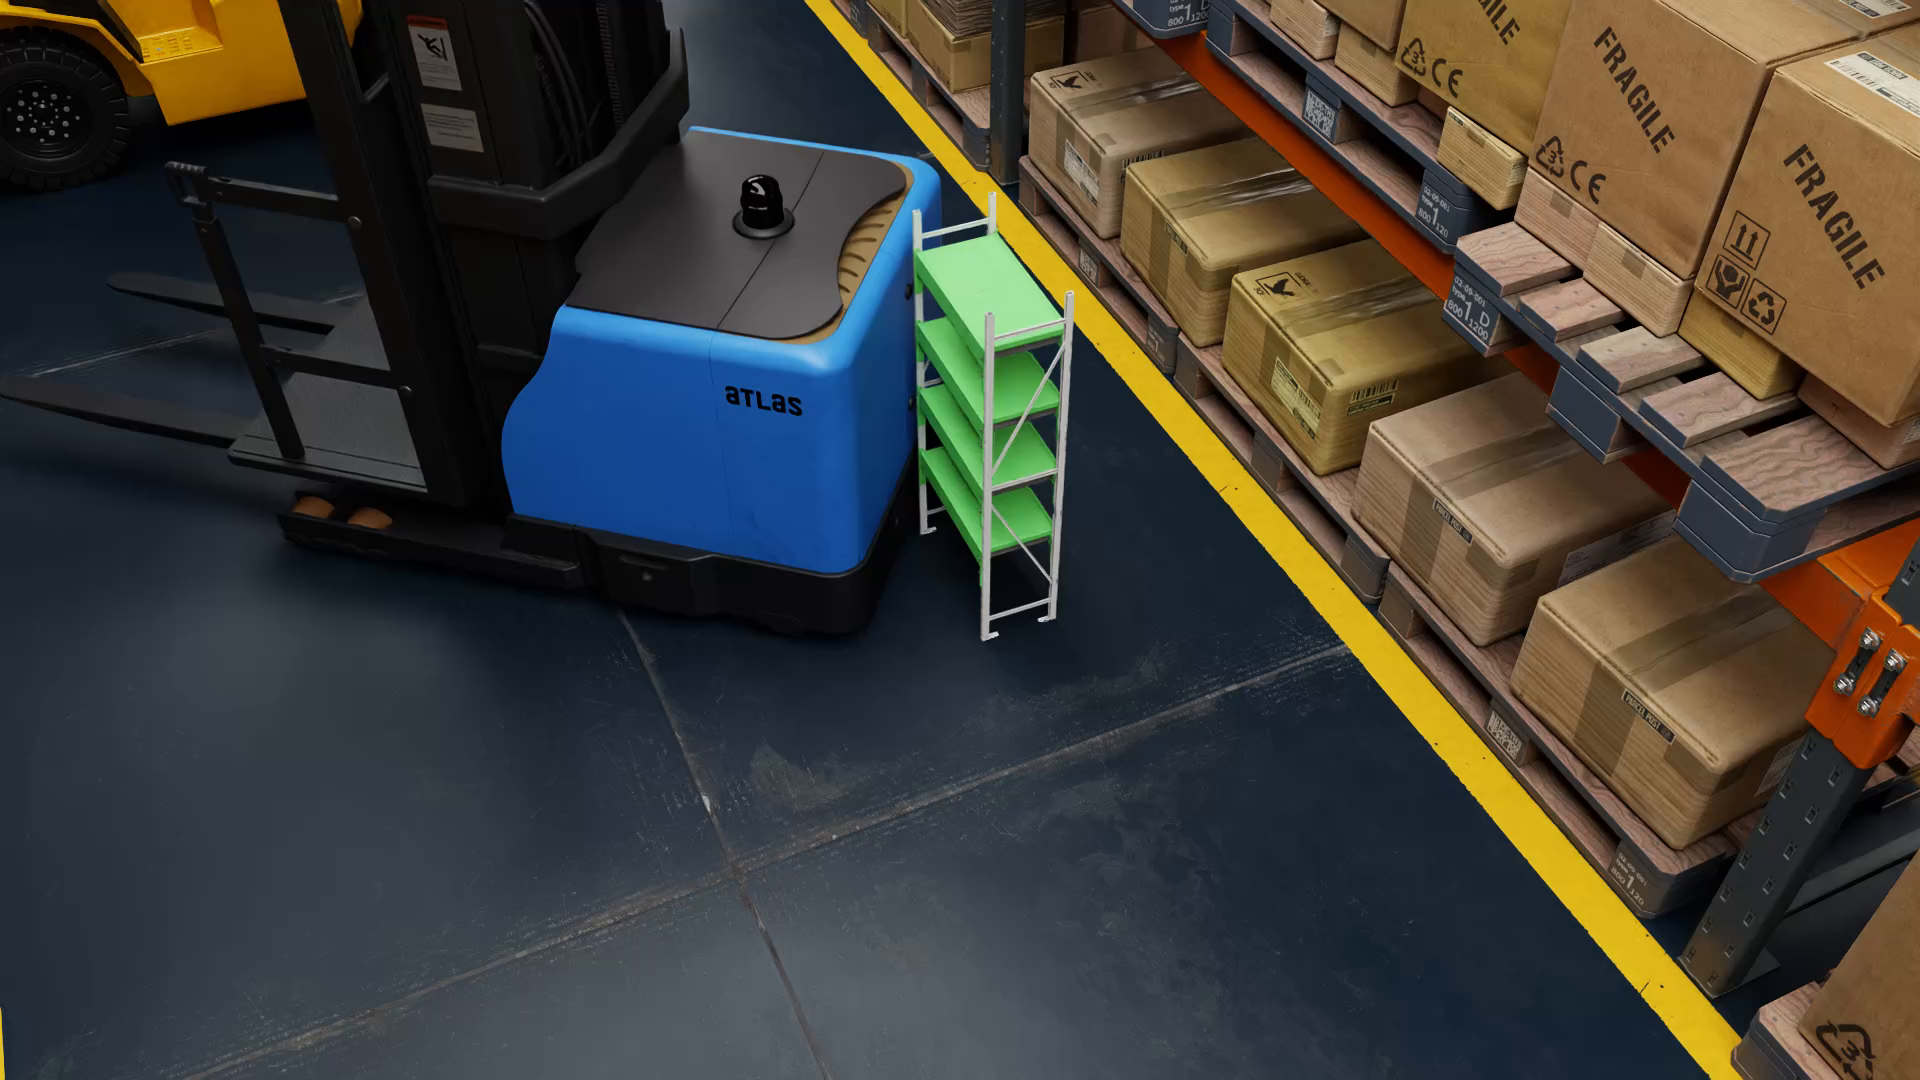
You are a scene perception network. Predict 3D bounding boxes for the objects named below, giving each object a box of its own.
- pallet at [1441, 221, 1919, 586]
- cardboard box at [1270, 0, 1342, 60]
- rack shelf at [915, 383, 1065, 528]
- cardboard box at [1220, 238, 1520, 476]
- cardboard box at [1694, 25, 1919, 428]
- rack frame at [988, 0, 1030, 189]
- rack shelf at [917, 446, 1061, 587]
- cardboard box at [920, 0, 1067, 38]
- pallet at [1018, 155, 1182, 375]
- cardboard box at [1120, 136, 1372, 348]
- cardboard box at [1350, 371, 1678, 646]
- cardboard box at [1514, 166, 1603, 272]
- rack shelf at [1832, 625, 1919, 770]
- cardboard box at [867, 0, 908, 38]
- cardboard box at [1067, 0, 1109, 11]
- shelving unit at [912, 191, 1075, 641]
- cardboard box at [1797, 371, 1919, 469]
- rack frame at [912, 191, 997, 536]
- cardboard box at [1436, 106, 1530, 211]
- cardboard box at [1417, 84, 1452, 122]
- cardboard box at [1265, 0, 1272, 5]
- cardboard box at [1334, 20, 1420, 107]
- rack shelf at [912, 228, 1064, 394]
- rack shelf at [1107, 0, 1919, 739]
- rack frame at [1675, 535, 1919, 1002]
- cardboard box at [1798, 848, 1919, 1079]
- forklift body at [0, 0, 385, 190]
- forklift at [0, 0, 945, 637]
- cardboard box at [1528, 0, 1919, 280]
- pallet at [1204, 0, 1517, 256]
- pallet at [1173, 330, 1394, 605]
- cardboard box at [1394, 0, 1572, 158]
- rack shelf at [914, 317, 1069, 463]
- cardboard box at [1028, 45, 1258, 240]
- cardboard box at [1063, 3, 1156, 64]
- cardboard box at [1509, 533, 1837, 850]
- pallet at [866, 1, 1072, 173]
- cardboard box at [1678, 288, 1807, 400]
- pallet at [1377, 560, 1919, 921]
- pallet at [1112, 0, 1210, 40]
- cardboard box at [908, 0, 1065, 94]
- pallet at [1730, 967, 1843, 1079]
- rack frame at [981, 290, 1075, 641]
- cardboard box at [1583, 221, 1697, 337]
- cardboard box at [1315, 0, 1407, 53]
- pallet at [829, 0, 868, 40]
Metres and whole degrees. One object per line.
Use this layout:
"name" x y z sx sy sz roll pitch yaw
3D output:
"pallet" 1.881 -0.472 3.729 1.213 0.211 1.003 -18 47 -17
"cardboard box" 1.064 -1.442 4.456 0.380 0.149 0.250 -16 47 -16
"rack shelf" 0.081 -0.275 4.766 0.258 0.148 0.480 -16 47 -16
"cardboard box" 1.417 -0.647 5.342 0.950 0.372 0.625 -17 47 -16
"cardboard box" 1.834 -0.616 3.157 0.500 0.500 0.500 -19 48 -19
"rack frame" 0.595 -2.666 5.817 1.000 3.000 0.127 -18 47 -17
"rack shelf" 0.081 -0.104 4.934 0.258 0.148 0.480 -16 47 -16
"cardboard box" 0.103 -2.402 6.673 0.500 0.500 0.500 -19 48 -18
"pallet" 0.924 -1.178 6.294 1.003 0.211 1.213 -18 47 -17
"cardboard box" 1.123 -1.090 5.791 0.950 0.372 0.625 -15 47 -15
"cardboard box" 1.731 -0.162 4.851 0.950 0.372 0.625 -19 48 -18
"cardboard box" 1.502 -0.776 3.781 0.380 0.149 0.250 -20 48 -19
"rack shelf" 3.118 1.413 2.194 1.077 0.370 4.000 -18 47 -17
"cardboard box" -0.130 -2.471 7.277 0.500 0.250 0.500 -19 48 -18
"cardboard box" 0.592 -2.560 6.833 0.500 0.500 0.500 -16 47 -16
"shelving unit" 0.081 -0.321 4.721 0.258 1.200 0.503 -16 47 -16
"cardboard box" 1.926 -0.317 3.315 0.380 0.149 0.250 -16 47 -16
"rack frame" -0.014 -0.479 4.881 0.240 1.200 0.015 -16 47 -16
"cardboard box" 1.374 -0.948 3.955 0.380 0.149 0.250 -17 47 -17
"cardboard box" 1.383 -1.145 4.155 0.380 0.149 0.250 -18 47 -17
"cardboard box" 0.999 -1.627 4.643 0.380 0.149 0.250 -18 47 -17
"cardboard box" 1.202 -1.281 4.292 0.380 0.149 0.250 -19 48 -19
"rack shelf" 0.081 -0.617 4.428 0.258 0.148 0.480 -16 47 -16
"rack shelf" 1.436 -1.136 4.778 1.077 0.370 4.000 -18 47 -17
"rack frame" 2.277 -0.117 3.233 1.000 3.000 0.127 -18 47 -17
"cardboard box" 2.492 0.954 3.361 0.875 0.875 0.875 -18 48 -18
"forklift body" -3.136 -2.775 6.531 2.313 2.155 1.214 -18 47 -17
"forklift" -1.616 -1.329 4.510 3.031 2.935 1.130 11 46 11
"cardboard box" 1.606 -0.942 3.487 0.500 0.500 0.500 -19 48 -18
"pallet" 1.408 -1.298 4.567 1.003 0.211 1.213 -18 47 -17
"pallet" 1.441 -0.399 5.505 1.003 0.211 1.213 -18 47 -17
"cardboard box" 1.393 -1.263 3.813 0.500 0.500 0.500 -21 48 -20
"rack shelf" 0.081 -0.446 4.597 0.258 0.148 0.480 -16 47 -16
"cardboard box" 0.818 -1.547 6.254 0.950 0.372 0.625 -17 47 -17
"cardboard box" 0.592 -2.293 7.097 0.500 0.250 0.500 -20 48 -19
"cardboard box" 2.049 0.306 4.377 0.950 0.372 0.625 -21 48 -20
"pallet" 0.281 -2.091 7.219 1.003 0.211 1.213 -18 47 -17
"cardboard box" 1.747 -0.466 3.467 0.380 0.149 0.250 -17 47 -17
"pallet" 1.950 0.377 4.718 1.003 0.211 1.213 -18 47 -17
"pallet" 0.785 -2.068 5.347 1.003 0.211 1.213 -18 47 -17
"cardboard box" 0.103 -2.134 6.936 0.500 0.250 0.500 -16 47 -16
"pallet" 2.540 1.400 3.681 1.003 0.211 1.213 -18 47 -17
"rack frame" 0.175 -0.163 4.561 0.240 1.200 0.015 -16 47 -16
"cardboard box" 1.601 -0.614 3.616 0.380 0.149 0.250 -18 48 -18
"cardboard box" 1.165 -1.612 4.166 0.500 0.500 0.500 -20 48 -19
"pallet" -0.236 -2.870 8.008 1.003 0.211 1.213 -18 47 -17
